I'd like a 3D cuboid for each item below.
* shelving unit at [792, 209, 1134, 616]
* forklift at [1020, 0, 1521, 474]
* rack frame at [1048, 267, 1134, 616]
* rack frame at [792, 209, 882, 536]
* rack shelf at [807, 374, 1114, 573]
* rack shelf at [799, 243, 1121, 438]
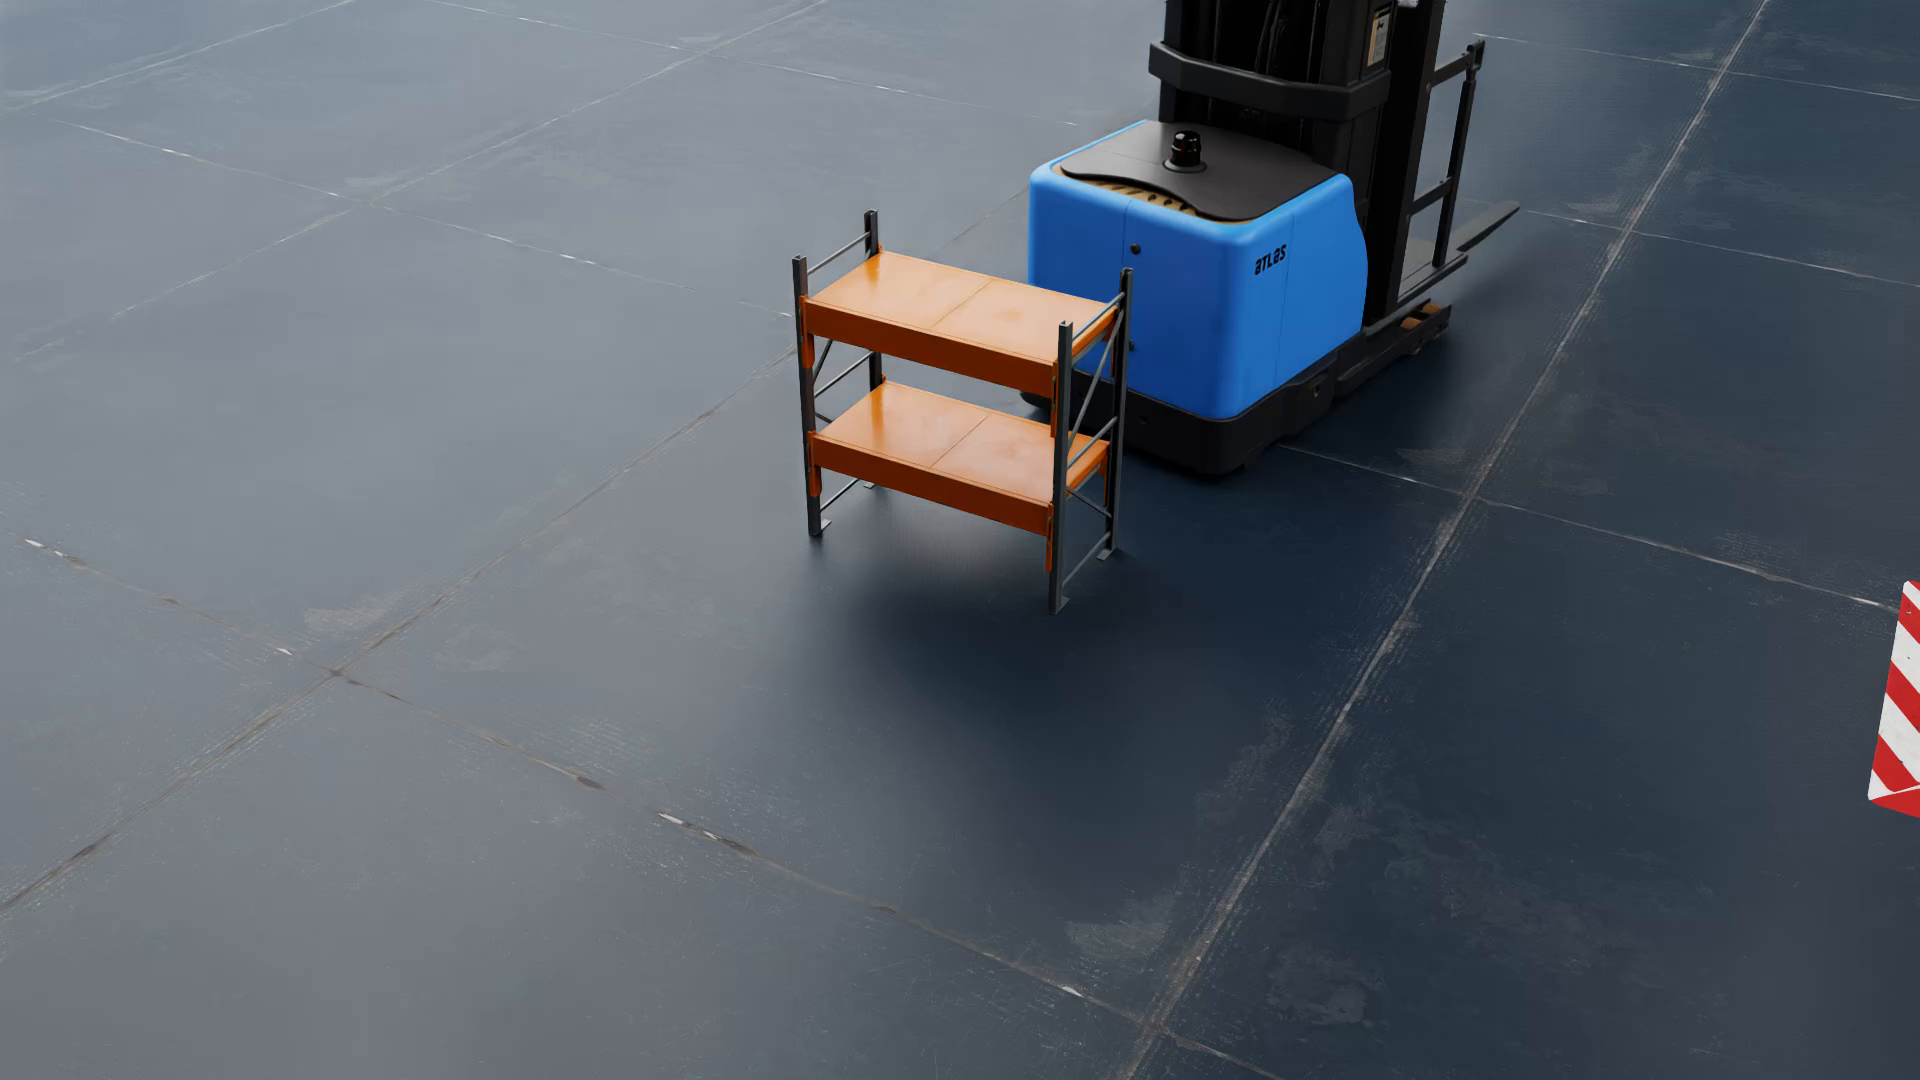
[{"bbox_3d":[0.006,-0.466,5.935,1.048,1.125,0.538,18,37,24],"label":"shelving unit"},{"bbox_3d":[1.596,-2.218,6.936,1.130,2.935,3.031,25,41,33],"label":"forklift"},{"bbox_3d":[0.447,-0.327,5.725,0.032,1.125,0.500,18,37,24],"label":"rack frame"},{"bbox_3d":[-0.435,-0.606,6.145,0.032,1.125,0.500,18,37,24],"label":"rack frame"},{"bbox_3d":[0.006,-0.263,6.071,1.000,0.278,0.538,18,37,24],"label":"rack shelf"},{"bbox_3d":[0.006,-0.710,5.773,1.000,0.278,0.538,18,37,24],"label":"rack shelf"}]
